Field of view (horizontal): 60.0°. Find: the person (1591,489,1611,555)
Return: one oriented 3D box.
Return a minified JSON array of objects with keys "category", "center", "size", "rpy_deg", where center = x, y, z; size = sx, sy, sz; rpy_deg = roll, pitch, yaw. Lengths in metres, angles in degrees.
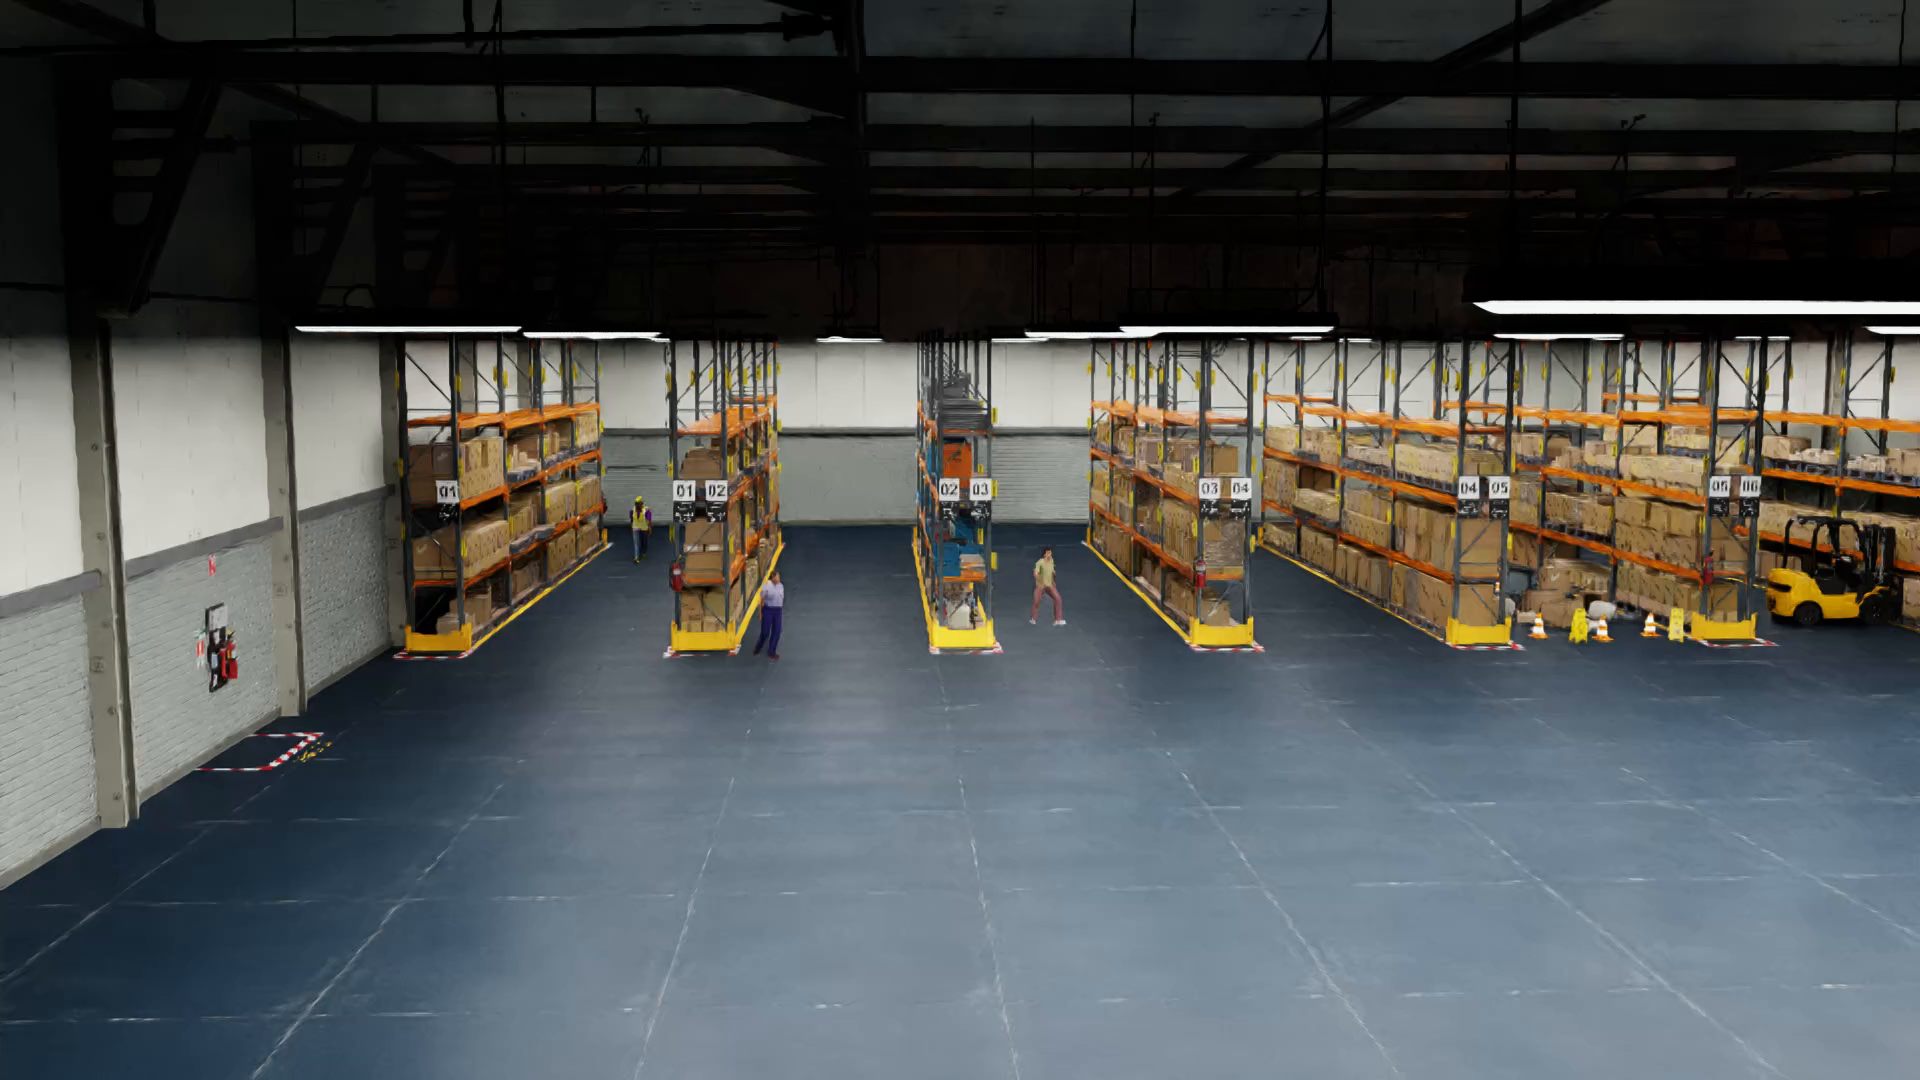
[{"category":"person","center":[17.539,-0.499,45.173],"size":[0.627,1.772,0.696],"rpy_deg":[1,7,11]}]

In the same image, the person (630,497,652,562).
[{"category":"person","center":[-8.423,-0.297,43.891],"size":[0.589,1.716,1.043],"rpy_deg":[0,7,-4]}]

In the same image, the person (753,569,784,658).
[{"category":"person","center":[-3.491,1.335,30.426],"size":[0.558,1.638,0.504],"rpy_deg":[-6,9,-39]}]

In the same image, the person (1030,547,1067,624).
[{"category":"person","center":[1.752,0.925,33.925],"size":[0.621,1.613,0.786],"rpy_deg":[-3,7,-23]}]
